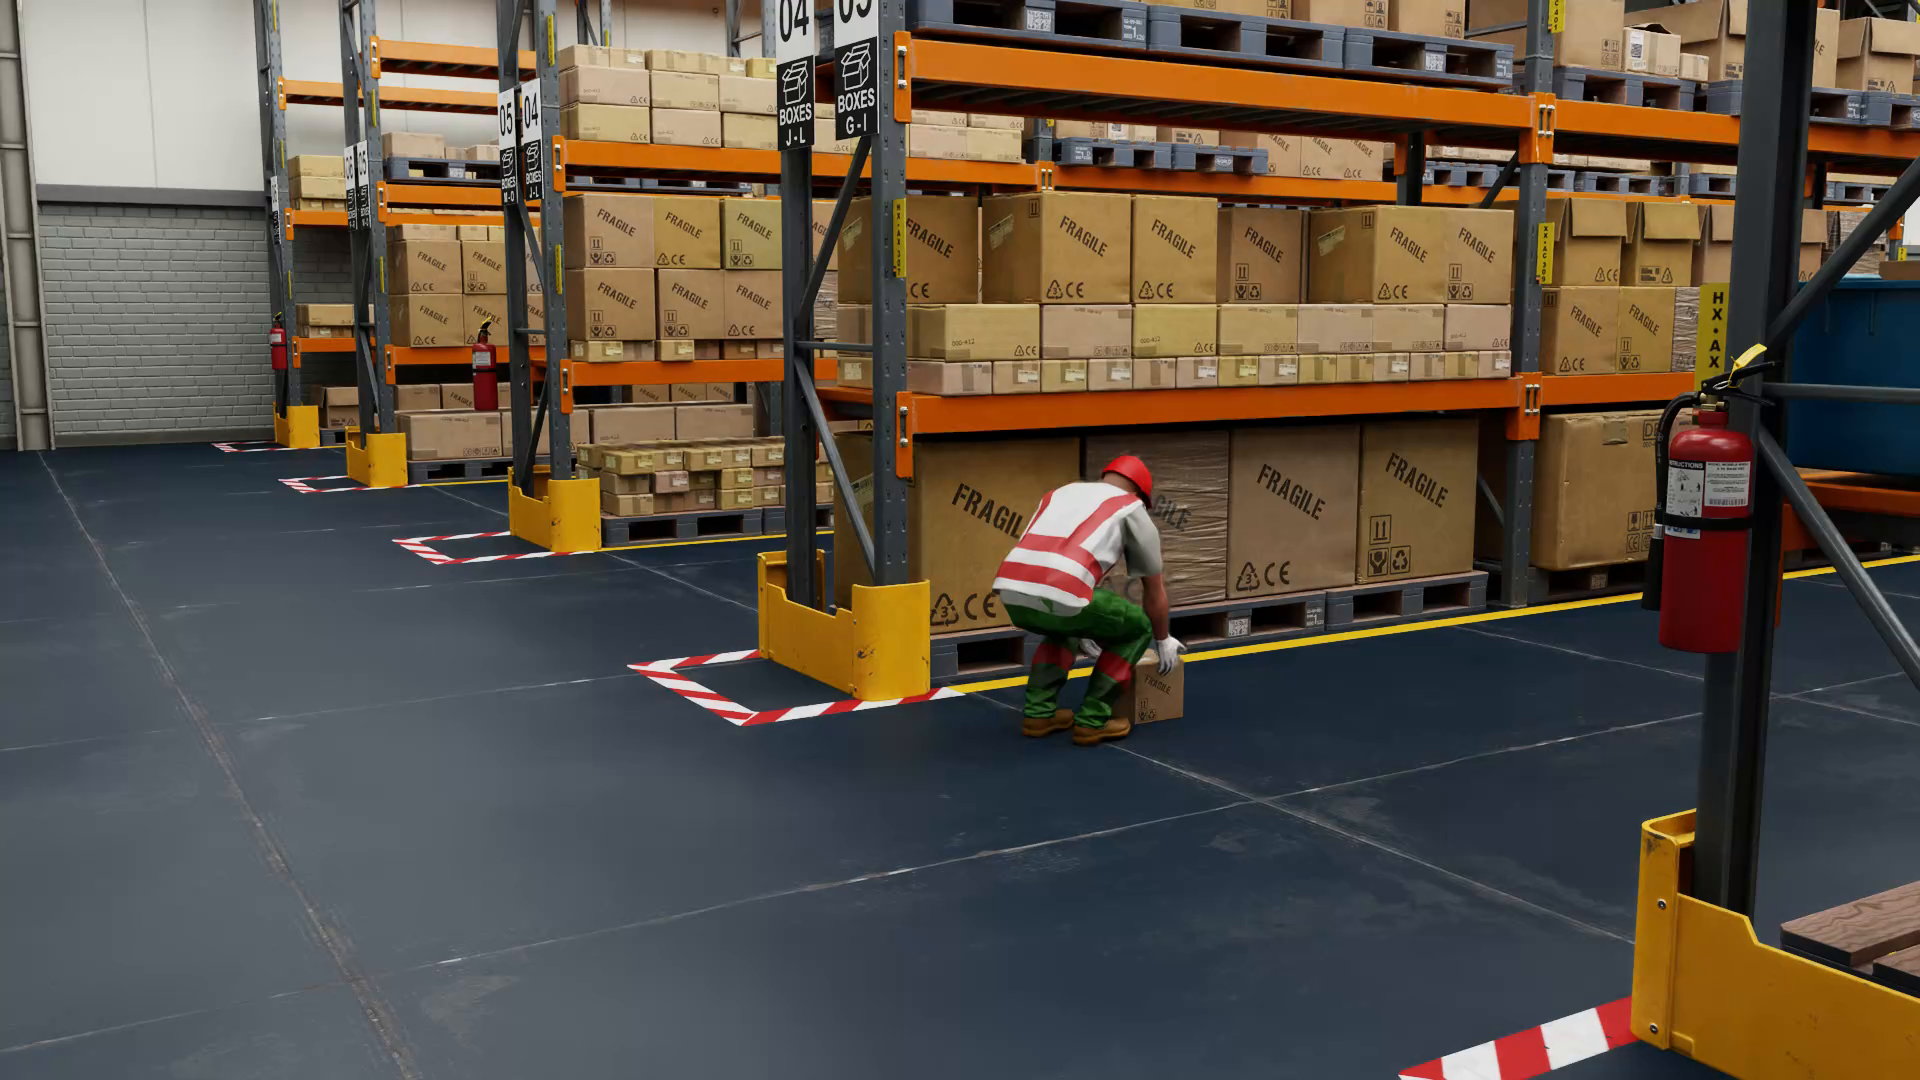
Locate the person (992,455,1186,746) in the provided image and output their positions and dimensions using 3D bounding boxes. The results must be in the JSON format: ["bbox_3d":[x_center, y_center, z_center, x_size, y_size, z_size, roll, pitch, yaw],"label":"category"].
[{"bbox_3d":[0.482,0.227,6.634,0.577,1.091,0.866,8,11,43],"label":"person"}]
